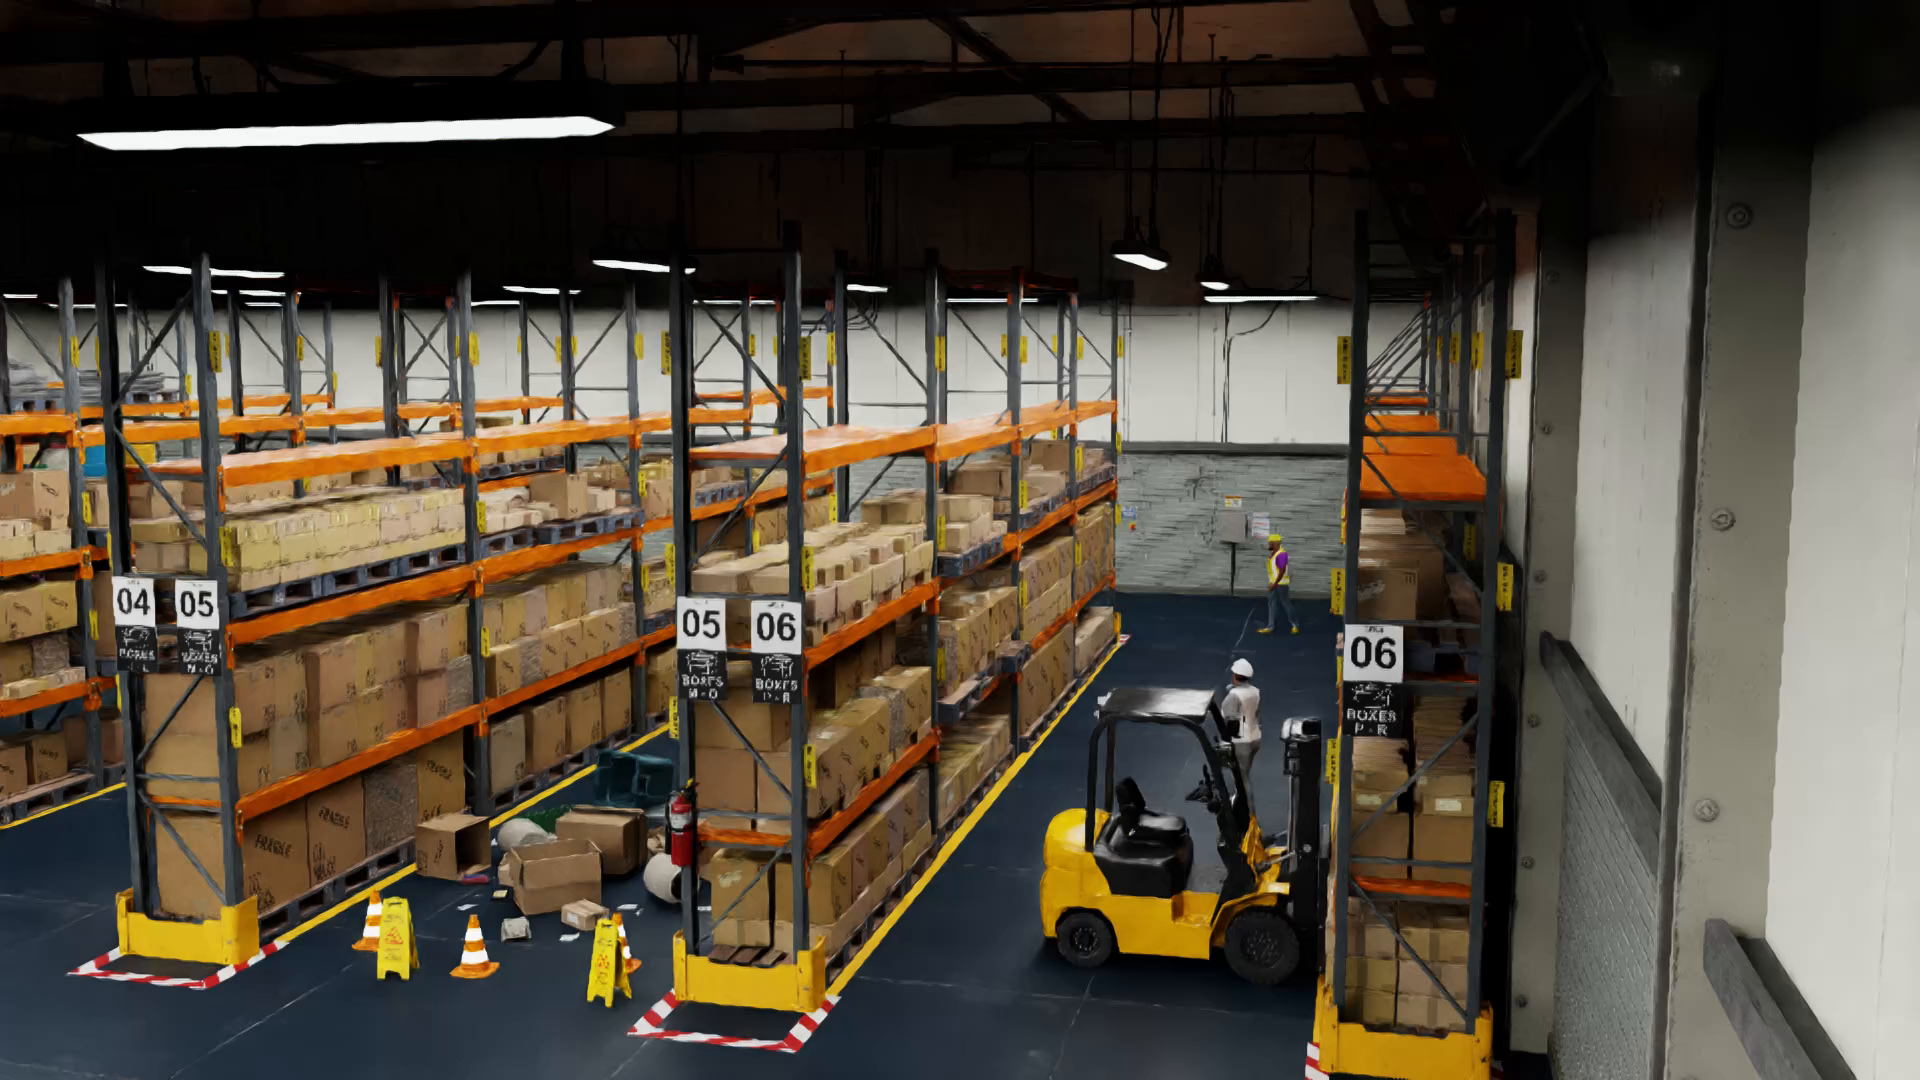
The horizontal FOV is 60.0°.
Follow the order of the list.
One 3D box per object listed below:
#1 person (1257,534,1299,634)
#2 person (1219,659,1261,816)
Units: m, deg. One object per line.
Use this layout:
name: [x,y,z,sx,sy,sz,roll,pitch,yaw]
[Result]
person: [5.578,0.764,29.028,0.706,1.762,0.585,-2,7,-14]
person: [2.955,2.128,17.656,0.583,1.768,0.630,6,9,39]
